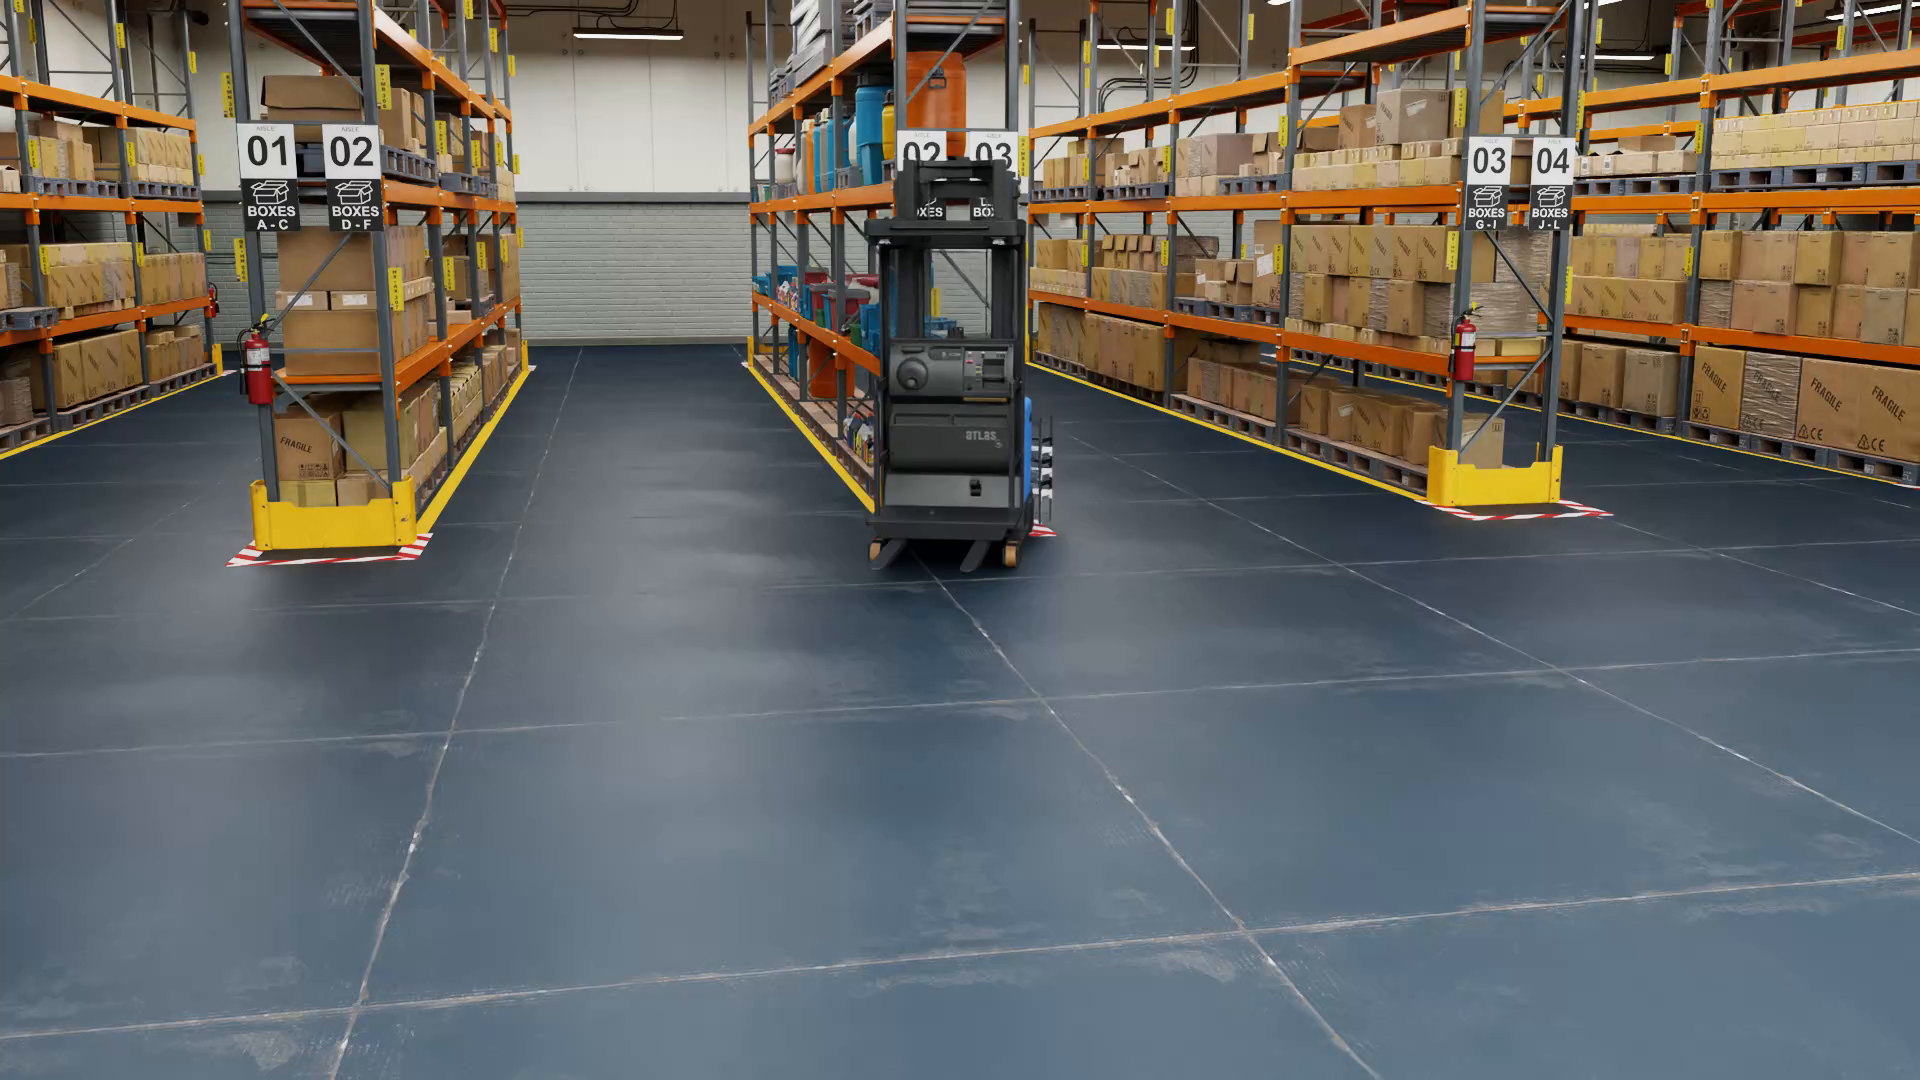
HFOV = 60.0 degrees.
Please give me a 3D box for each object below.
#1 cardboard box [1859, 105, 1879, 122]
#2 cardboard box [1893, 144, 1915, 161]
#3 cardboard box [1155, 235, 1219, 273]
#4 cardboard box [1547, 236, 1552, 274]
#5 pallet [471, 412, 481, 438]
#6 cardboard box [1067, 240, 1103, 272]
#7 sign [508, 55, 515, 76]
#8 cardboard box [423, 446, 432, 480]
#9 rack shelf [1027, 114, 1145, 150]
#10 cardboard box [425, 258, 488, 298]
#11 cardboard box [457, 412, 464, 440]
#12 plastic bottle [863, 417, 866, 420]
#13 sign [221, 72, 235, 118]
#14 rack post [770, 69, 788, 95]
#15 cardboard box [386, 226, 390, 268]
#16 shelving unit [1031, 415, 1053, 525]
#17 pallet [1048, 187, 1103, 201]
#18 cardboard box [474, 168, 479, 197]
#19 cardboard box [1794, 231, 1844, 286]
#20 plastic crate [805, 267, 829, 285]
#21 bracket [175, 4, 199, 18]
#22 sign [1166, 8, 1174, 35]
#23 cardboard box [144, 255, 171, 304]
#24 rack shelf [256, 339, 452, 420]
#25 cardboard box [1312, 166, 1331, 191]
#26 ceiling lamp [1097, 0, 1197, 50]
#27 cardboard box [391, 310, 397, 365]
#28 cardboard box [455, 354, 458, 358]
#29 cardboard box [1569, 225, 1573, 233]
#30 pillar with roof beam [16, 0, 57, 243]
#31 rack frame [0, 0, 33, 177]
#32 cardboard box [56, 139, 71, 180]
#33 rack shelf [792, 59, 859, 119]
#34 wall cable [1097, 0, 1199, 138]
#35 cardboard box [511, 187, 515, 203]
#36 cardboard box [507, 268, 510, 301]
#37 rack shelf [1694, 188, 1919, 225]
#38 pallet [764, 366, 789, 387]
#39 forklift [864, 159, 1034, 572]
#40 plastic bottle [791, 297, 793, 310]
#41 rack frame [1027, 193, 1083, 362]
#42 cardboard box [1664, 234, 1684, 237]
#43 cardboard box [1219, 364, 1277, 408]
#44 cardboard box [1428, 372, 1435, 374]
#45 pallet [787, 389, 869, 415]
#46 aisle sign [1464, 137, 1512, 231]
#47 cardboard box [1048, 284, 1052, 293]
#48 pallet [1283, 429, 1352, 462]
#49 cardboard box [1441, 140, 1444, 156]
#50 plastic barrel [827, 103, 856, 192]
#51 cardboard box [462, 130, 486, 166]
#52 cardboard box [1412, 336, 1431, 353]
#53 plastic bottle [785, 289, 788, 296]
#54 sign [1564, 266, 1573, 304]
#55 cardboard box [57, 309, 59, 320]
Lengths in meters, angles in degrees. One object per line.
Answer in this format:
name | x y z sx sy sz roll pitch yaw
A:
cardboard box | 9.121 -4.204 16.386 0.380 0.149 0.250 -2 11 -11
cardboard box | 9.219 -3.718 15.969 0.380 0.149 0.250 -2 11 -10
cardboard box | 3.148 -3.953 22.991 0.797 0.503 0.637 -2 11 -9
cardboard box | 8.237 -3.896 22.700 0.700 0.500 0.500 -2 11 -11
pallet | -6.322 -1.394 19.958 1.003 0.211 1.213 -2 11 -11
cardboard box | 2.051 -4.617 27.033 0.500 0.500 0.500 -2 11 -10
sign | -7.451 -7.884 27.630 0.100 0.325 0.005 -2 11 -11
cardboard box | -5.064 -0.687 15.012 0.500 0.250 0.500 -2 11 -11
rack shelf | 2.107 -6.774 27.712 1.077 0.370 4.000 -2 11 -11
cardboard box | -6.667 -3.458 21.952 0.700 0.500 0.500 0 11 0
cardboard box | -5.599 -1.215 17.790 0.500 0.250 0.500 -2 11 -10
plastic bottle | -0.980 -1.115 17.123 0.061 0.283 0.133 -2 11 -11
sign | -5.423 -3.302 12.343 0.100 0.325 0.005 -2 11 -11
rack post | -2.229 -6.584 23.923 0.937 0.300 0.954 -2 11 -12
cardboard box | -5.084 -2.328 13.667 0.700 0.500 0.500 -2 11 -12
shelving unit | 0.617 -0.594 13.908 0.258 0.900 0.210 6 12 29
pallet | 2.114 -5.814 27.933 1.003 0.211 1.213 -2 11 -11
cardboard box | -6.762 -4.707 21.614 0.910 0.500 0.500 -2 11 -11
cardboard box | 9.277 -2.942 17.342 0.875 0.550 0.500 -2 11 -11
plastic crate | -2.290 -4.063 26.192 0.402 0.464 0.583 -2 11 -11
bracket | -14.310 -9.797 30.978 0.076 0.066 3.189 -2 11 -11
sign | 2.731 -6.739 21.614 0.100 0.325 0.005 -2 11 -11
cardboard box | -12.306 -3.851 24.604 0.980 0.700 0.700 -2 11 -12
rack shelf | -5.277 -1.463 14.783 1.077 0.370 4.000 -2 11 -11
cardboard box | 3.996 -3.754 17.275 0.500 0.250 0.500 -2 11 -12
ceiling lamp | 3.683 -11.142 32.060 2.000 3.185 0.800 -2 11 -11
cardboard box | -5.073 -1.681 13.737 0.700 0.500 0.500 -2 11 -10
cardboard box | -7.064 -2.259 22.550 0.500 0.500 0.500 -3 11 -13
cardboard box | 11.364 -5.743 30.669 0.380 0.149 0.250 -2 11 -13
pillar with roof beam | -8.842 -6.670 24.173 9.100 9.000 0.400 -2 11 -11
rack frame | -11.302 -5.683 18.987 1.000 3.000 0.127 -2 11 -11
cardboard box | -11.810 -4.849 21.183 0.700 0.500 0.500 -2 11 -11
rack shelf | -1.195 -5.126 19.057 1.077 0.370 4.000 -2 11 -11
wall cable | 3.999 -10.433 35.341 2.277 5.999 0.120 -2 11 -11
cardboard box | -7.641 -5.699 27.496 0.500 0.250 0.500 -2 11 -11
cardboard box | -7.156 -3.897 25.379 0.500 0.500 0.500 -2 11 -10
rack shelf | 9.326 -3.458 17.242 1.077 0.370 4.000 -2 11 -11
pallet | -2.543 -2.593 26.257 1.003 0.211 1.213 -2 11 -11
forklift | -0.085 -1.304 12.208 1.130 2.935 3.031 1 11 7
plastic bottle | -2.263 -3.246 22.761 0.097 0.201 0.097 0 11 0
rack frame | 1.718 -4.743 30.096 1.000 3.000 0.127 -2 11 -11
cardboard box | 12.021 -4.819 27.553 0.500 0.500 0.500 -2 11 -10
cardboard box | 3.662 -1.937 20.861 0.700 0.500 0.500 -1 11 -6
cardboard box | 7.484 -2.812 25.512 0.500 0.500 0.500 -2 11 -10
pallet | -1.778 -1.869 22.453 1.003 0.211 1.213 -2 11 -11
aisle sign | 4.548 -3.064 14.318 0.394 0.787 0.004 -2 11 -11
cardboard box | 1.716 -4.307 28.476 0.380 0.149 0.250 -2 11 -12
pallet | 4.218 -1.051 18.153 1.003 0.211 1.213 -2 11 -11
cardboard box | 4.535 -3.496 14.856 0.380 0.149 0.250 -2 11 -13
plastic barrel | -1.118 -4.168 17.707 0.600 0.901 0.708 -2 11 -11
cardboard box | -7.354 -5.752 24.430 0.700 0.500 0.500 -2 11 -11
cardboard box | 4.425 -1.820 15.409 0.380 0.149 0.250 -2 11 -11
plastic bottle | -2.425 -3.433 23.556 0.097 0.271 0.097 0 11 0
sign | 5.362 -2.254 14.701 0.100 0.325 0.005 -2 11 -11
cardboard box | -11.179 -2.738 20.175 0.380 0.149 0.250 -2 11 -10
